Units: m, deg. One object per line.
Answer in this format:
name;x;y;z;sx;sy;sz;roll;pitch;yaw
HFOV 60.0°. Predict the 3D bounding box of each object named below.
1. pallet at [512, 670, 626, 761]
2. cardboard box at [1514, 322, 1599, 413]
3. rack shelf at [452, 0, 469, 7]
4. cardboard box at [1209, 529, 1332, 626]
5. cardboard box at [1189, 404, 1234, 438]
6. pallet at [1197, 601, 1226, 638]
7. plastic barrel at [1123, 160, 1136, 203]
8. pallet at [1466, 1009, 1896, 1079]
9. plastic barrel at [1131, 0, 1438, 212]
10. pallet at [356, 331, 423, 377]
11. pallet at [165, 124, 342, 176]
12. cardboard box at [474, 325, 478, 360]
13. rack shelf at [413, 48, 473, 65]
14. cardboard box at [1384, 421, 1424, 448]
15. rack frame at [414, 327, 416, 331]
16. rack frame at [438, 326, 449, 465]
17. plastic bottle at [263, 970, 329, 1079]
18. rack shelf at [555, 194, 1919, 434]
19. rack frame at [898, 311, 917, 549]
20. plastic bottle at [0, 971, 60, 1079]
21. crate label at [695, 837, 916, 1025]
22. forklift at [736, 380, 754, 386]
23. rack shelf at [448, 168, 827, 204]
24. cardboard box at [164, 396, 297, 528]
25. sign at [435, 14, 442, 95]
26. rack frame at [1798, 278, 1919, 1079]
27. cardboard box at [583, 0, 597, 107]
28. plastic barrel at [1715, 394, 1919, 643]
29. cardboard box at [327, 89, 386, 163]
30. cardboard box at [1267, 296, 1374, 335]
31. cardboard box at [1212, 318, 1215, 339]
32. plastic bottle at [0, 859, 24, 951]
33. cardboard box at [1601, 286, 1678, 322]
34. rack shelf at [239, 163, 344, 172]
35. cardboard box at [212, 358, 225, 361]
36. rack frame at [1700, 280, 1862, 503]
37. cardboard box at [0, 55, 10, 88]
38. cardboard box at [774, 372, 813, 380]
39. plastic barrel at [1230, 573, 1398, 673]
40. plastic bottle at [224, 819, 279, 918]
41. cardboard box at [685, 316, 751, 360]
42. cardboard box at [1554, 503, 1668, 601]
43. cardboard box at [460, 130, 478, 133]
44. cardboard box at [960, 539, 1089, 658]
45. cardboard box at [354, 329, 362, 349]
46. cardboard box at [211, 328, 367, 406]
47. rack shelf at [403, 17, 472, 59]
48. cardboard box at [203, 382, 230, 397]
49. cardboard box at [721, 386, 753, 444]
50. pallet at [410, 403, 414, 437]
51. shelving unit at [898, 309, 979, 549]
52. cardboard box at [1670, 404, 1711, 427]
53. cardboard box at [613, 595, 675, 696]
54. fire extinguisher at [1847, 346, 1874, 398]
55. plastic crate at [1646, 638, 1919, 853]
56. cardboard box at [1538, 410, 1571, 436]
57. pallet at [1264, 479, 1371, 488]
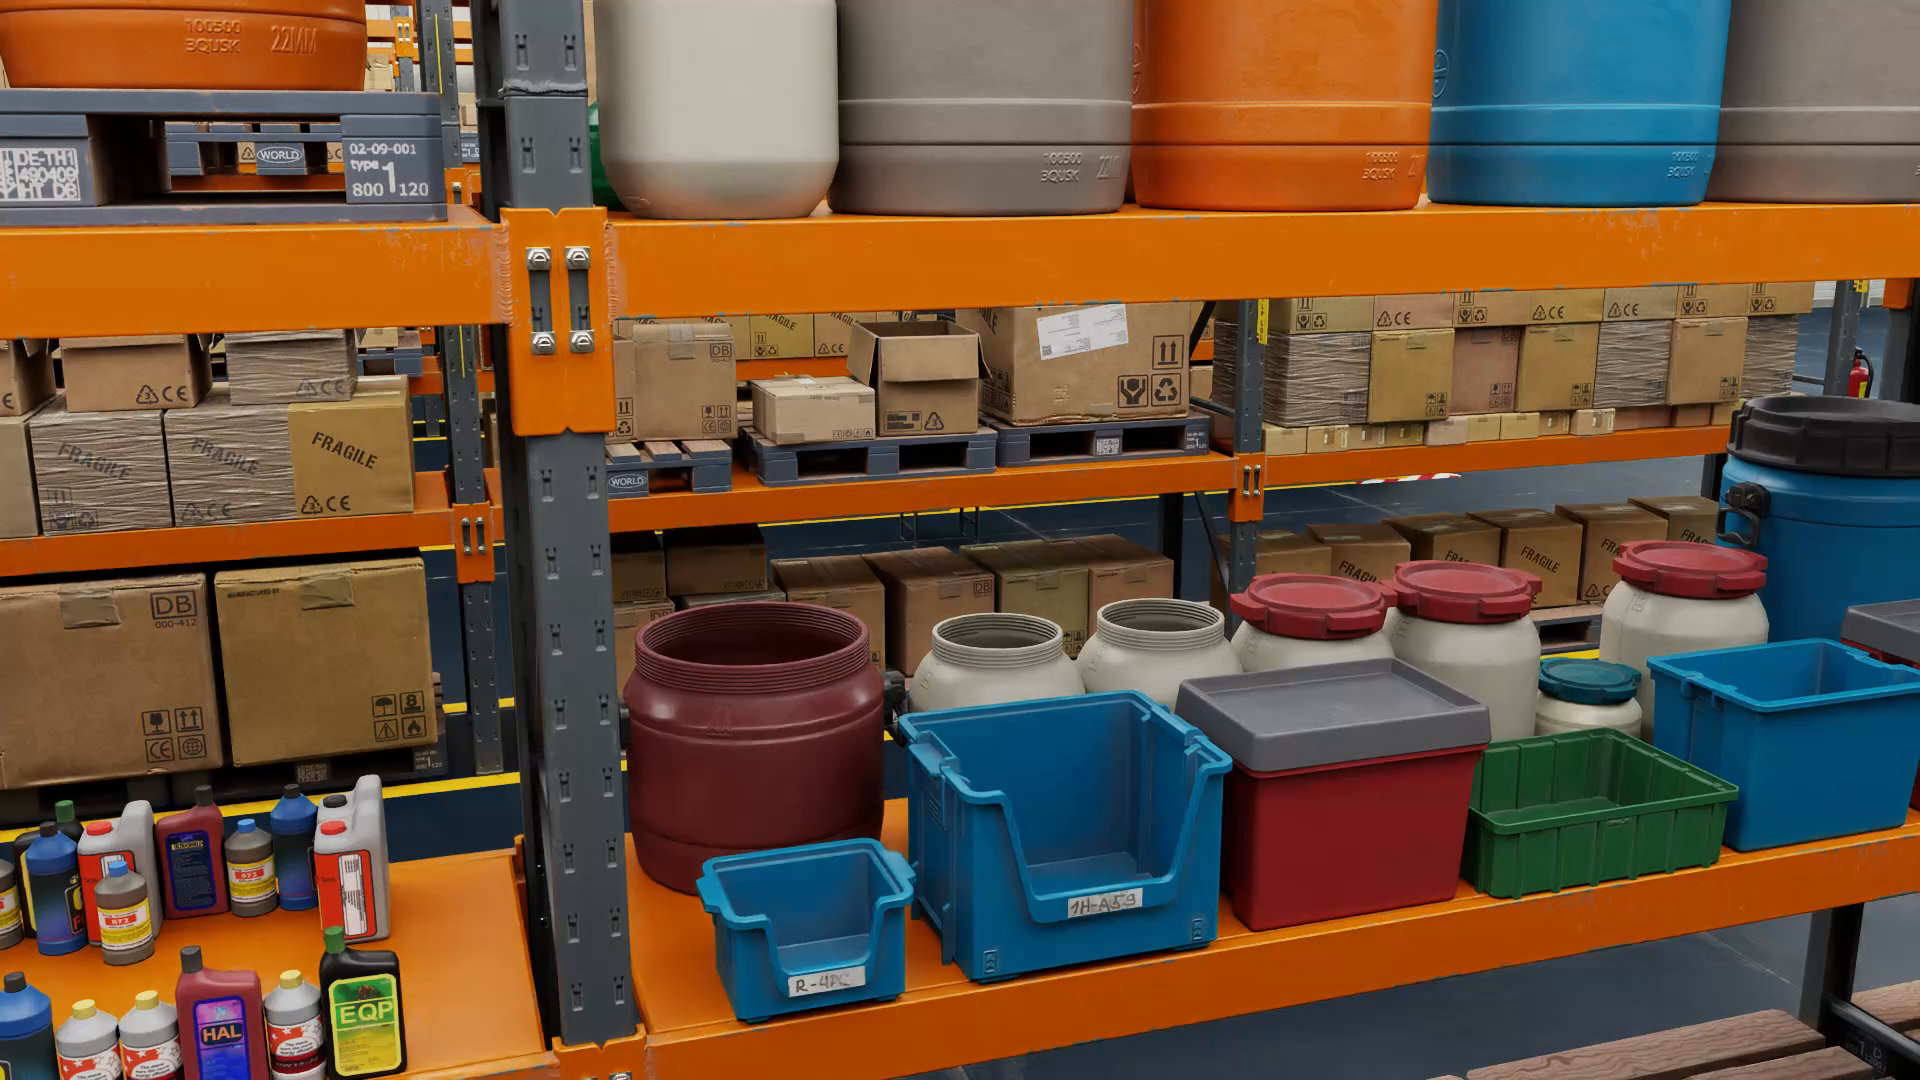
pallet;-1.657;0.853;8.602;1.213;0.211;1.003;-4;14;-18
cardboard box;3.253;-1.071;9.803;0.500;0.500;0.875;-4;14;-18
rack shelf;-1.989;-4.063;12.698;4.000;0.370;1.077;-4;14;-18
cardboard box;1.785;0.249;9.607;0.500;0.500;0.500;-5;14;-20
cardboard box;1.503;-0.700;9.646;0.250;0.149;0.380;-4;14;-18
pallet;2.018;0.558;9.843;1.213;0.211;1.003;-4;14;-18
plastic barrel;0.312;-0.897;3.750;0.301;0.262;0.301;0;13;0
pallet;2.241;1.768;4.755;1.213;0.211;1.003;-4;14;-18
plastic barrel;0.649;-1.090;3.332;0.708;0.830;0.600;-4;14;-18
pallet;-4.526;-1.373;12.345;1.003;0.211;1.213;-4;14;-18
pallet;-2.992;-1.755;7.464;1.003;0.211;1.213;-4;14;-15
cardboard box;-3.543;-1.683;13.018;0.500;0.500;0.500;-4;14;-18
rack shelf;-5.250;-6.230;21.807;4.000;0.370;1.077;-4;14;-18
cardboard box;2.396;-0.630;9.352;0.250;0.149;0.380;-4;14;-18
rack frame;-7.146;-3.708;21.751;0.127;3.000;1.000;-4;14;-18
rack frame;-3.884;-1.542;12.643;0.127;3.000;1.000;-4;14;-18
plastic bottle;-1.181;0.864;2.956;0.097;0.201;0.097;0;13;0
rack shelf;1.077;-0.617;3.828;4.000;0.370;1.077;-4;14;-18
rack frame;-0.388;-0.991;12.273;0.015;2.100;0.400;-4;14;-18
plastic bottle;-1.584;0.862;2.816;0.097;0.271;0.097;0;13;0
crate label;-0.300;0.772;3.275;0.416;0.233;0.303;-4;14;-18
forklift;-2.540;-2.301;15.984;3.031;2.935;1.130;-12;18;-41
rack shelf;-0.503;-1.703;8.395;4.000;0.370;1.077;-4;14;-18
cardboard box;-3.261;-0.369;7.495;0.500;0.500;0.500;-5;14;-19
sign;-2.229;-2.073;7.107;0.005;0.325;0.100;-4;14;-18
rack frame;2.972;0.345;4.712;0.127;3.000;1.000;-4;14;-18
cardboard box;-1.871;-2.176;7.530;0.500;0.500;0.500;-4;14;-18
plastic barrel;2.510;0.063;4.814;0.708;0.901;0.600;-4;14;-18
cardboard box;-4.345;-2.952;11.872;0.500;0.500;0.500;-4;14;-18
cardboard box;1.900;-1.399;9.022;0.500;0.500;0.500;-4;14;-18
cardboard box;2.275;-2.109;14.702;0.550;0.550;0.875;-4;14;-18
plastic bottle;-2.015;0.744;3.462;0.097;0.201;0.097;0;13;0
cardboard box;3.795;-1.547;9.647;0.500;0.500;0.500;-4;14;-18
rack shelf;-5.780;-2.503;11.758;4.000;0.370;1.077;-4;14;-18
cardboard box;-7.087;-1.693;16.962;0.875;0.875;0.875;-4;14;-17
rack frame;5.184;-1.037;10.520;0.127;3.000;1.000;-4;14;-18
cardboard box;-3.744;-2.015;7.026;0.500;0.500;0.500;-4;14;-15
cardboard box;-0.904;-0.768;8.771;0.258;0.266;0.396;-5;14;-20
plastic barrel;0.890;0.387;4.240;0.433;0.535;0.433;0;13;0
plastic bottle;-1.543;0.707;3.617;0.097;0.201;0.097;0;13;0
cardboard box;-1.941;-1.676;12.990;0.500;0.500;0.500;-5;14;-19
cardboard box;4.031;0.069;10.365;0.500;0.500;0.500;-1;13;-3
cardboard box;-4.964;-4.019;16.864;0.258;0.266;0.396;-4;14;-18
cardboard box;0.346;0.332;9.216;0.500;0.500;0.700;-5;14;-18
cardboard box;-4.441;-1.469;11.971;0.250;0.149;0.380;-4;14;-18
cardboard box;-3.096;-0.933;7.698;0.637;0.503;0.797;-4;14;-16
rack shelf;-3.663;-5.142;17.231;4.000;0.370;1.077;-4;14;-18
cardboard box;-3.434;-0.480;7.964;0.500;0.500;0.500;-5;14;-20
cardboard box;-1.569;-0.811;13.524;0.750;0.750;1.050;-4;14;-18
pallet;-6.330;-1.222;17.323;1.213;0.211;1.003;-4;14;-18
shelving unit;-0.157;-1.009;12.348;0.503;2.100;0.431;-4;14;-18
cardboard box;4.280;-0.785;10.005;0.250;0.149;0.380;-4;14;-18
cardboard box;-1.770;0.502;8.502;0.500;0.500;0.700;-5;14;-21
fire extinguisher;5.439;-0.907;10.140;0.183;0.674;0.296;-4;14;-18
plastic crate;2.026;0.502;4.085;0.575;0.384;0.392;-4;14;-18
cardboard box;3.332;-0.711;9.695;0.250;0.149;0.380;-4;14;-18
pallet;2.965;-0.699;15.127;1.213;0.211;1.003;-4;14;-18
